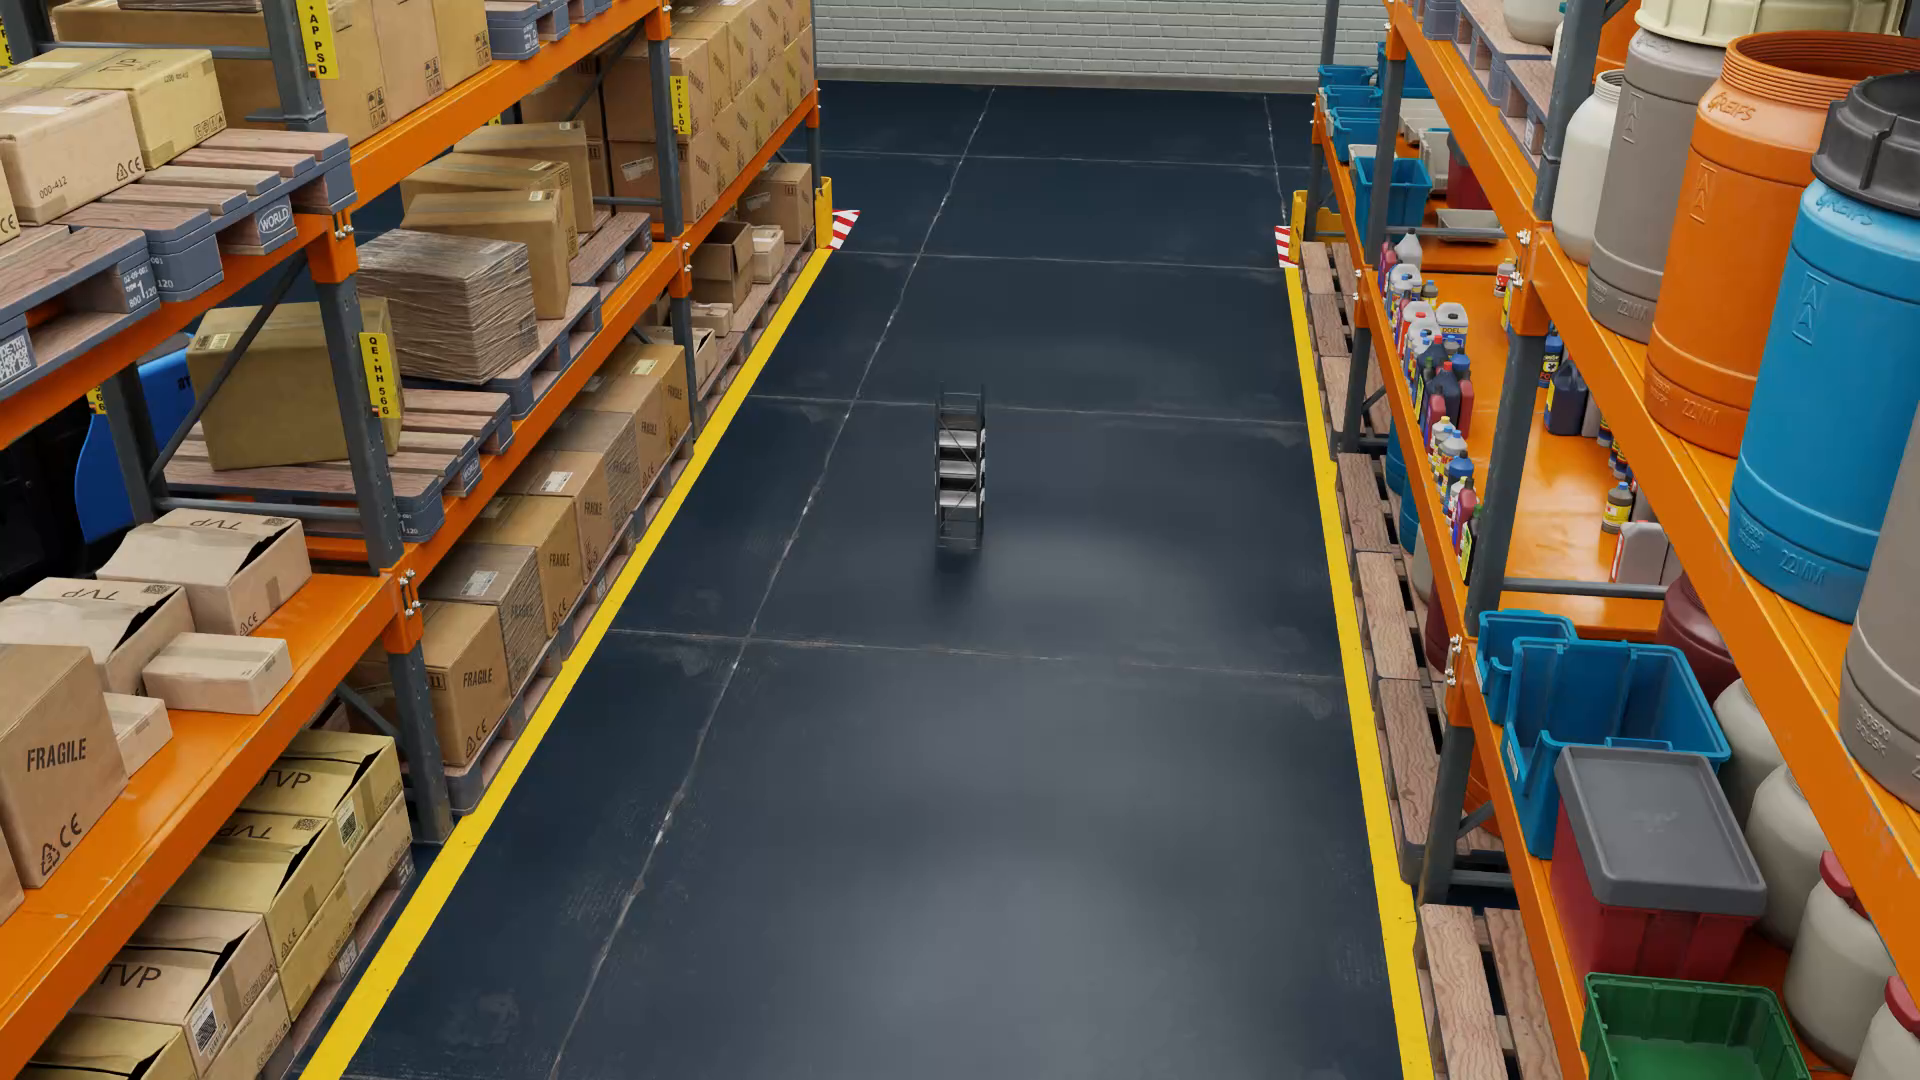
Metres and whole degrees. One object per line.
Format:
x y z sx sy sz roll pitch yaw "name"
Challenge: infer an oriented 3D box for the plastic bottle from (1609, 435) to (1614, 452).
2.847 -0.493 7.125 0.061 0.283 0.133 3 28 6 "plastic bottle"

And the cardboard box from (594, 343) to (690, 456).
-1.915 -0.835 9.808 0.500 0.500 0.500 3 28 6 "cardboard box"

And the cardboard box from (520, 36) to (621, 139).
-2.334 -2.728 9.991 0.500 0.500 0.500 3 29 6 "cardboard box"

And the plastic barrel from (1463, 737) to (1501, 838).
2.330 0.721 6.594 0.600 0.830 0.708 3 28 6 "plastic barrel"

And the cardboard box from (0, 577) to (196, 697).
-2.931 0.341 5.548 0.500 0.311 0.500 3 28 6 "cardboard box"

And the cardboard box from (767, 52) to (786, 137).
-1.560 -3.212 11.944 0.500 0.500 0.500 4 29 7 "cardboard box"

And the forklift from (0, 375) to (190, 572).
-5.994 -0.655 7.375 2.052 2.935 4.820 14 31 24 "forklift"

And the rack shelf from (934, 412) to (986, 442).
0.001 -0.608 8.931 0.258 0.077 0.200 3 28 6 "rack shelf"

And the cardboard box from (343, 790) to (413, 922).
-2.451 1.180 6.354 0.500 0.250 0.500 4 29 7 "cardboard box"

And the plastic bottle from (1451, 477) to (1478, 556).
1.941 -0.090 6.378 0.061 0.283 0.133 3 28 6 "plastic bottle"

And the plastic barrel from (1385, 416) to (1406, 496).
2.693 -0.707 9.169 0.600 0.901 0.708 3 28 6 "plastic barrel"

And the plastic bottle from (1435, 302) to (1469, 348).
2.379 -1.006 8.085 0.152 0.276 0.135 3 28 6 "plastic bottle"

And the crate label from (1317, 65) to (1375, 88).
2.910 -3.439 12.585 0.416 0.233 0.303 3 28 6 "crate label"

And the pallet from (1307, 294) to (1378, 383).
2.975 -1.397 11.621 1.003 0.211 1.213 3 28 6 "pallet"

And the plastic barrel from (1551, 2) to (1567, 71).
2.272 -1.776 5.924 0.301 0.262 0.301 0 28 0 "plastic barrel"

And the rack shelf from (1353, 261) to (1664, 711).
2.532 -0.443 7.668 1.077 0.370 4.000 3 28 6 "rack shelf"

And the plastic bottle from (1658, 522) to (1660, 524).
2.746 -0.104 6.403 0.061 0.283 0.133 3 28 6 "plastic bottle"

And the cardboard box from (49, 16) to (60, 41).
-6.799 -3.349 11.988 0.980 0.700 0.700 2 28 4 "cardboard box"

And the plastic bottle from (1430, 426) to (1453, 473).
2.045 -0.383 7.007 0.097 0.201 0.097 0 28 0 "plastic bottle"

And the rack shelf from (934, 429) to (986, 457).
0.001 -0.529 8.974 0.258 0.077 0.200 3 28 6 "rack shelf"

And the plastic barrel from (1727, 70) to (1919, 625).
1.804 -0.344 3.035 0.600 0.901 0.708 3 28 6 "plastic barrel"

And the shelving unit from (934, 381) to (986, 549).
0.001 -0.400 9.044 0.258 0.900 0.210 3 28 6 "shelving unit"

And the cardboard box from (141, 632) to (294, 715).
-2.465 0.442 5.531 0.380 0.149 0.250 3 28 6 "cardboard box"

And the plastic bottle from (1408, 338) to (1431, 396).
2.147 -0.805 7.717 0.097 0.271 0.097 0 28 0 "plastic bottle"

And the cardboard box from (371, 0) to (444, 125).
-2.547 -1.920 6.382 0.910 0.500 0.500 3 28 6 "cardboard box"

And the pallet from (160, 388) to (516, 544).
-2.616 -0.346 6.932 1.213 0.211 1.003 3 28 6 "pallet"

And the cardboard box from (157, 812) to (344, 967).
-2.506 1.177 5.768 0.500 0.311 0.500 3 28 5 "cardboard box"

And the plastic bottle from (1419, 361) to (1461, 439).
2.114 -0.622 7.294 0.144 0.351 0.185 3 28 6 "plastic bottle"

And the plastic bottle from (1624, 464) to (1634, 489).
2.698 -0.221 6.632 0.097 0.271 0.097 0 28 0 "plastic bottle"

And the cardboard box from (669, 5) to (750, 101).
-1.676 -3.165 10.802 0.500 0.500 0.500 3 28 5 "cardboard box"

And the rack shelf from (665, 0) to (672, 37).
-1.894 -3.936 10.989 1.077 0.370 4.000 3 28 6 "rack shelf"

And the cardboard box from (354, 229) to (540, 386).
-2.362 -1.059 7.505 0.700 0.500 0.500 9 30 16 "cardboard box"

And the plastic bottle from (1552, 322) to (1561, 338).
2.926 -0.969 8.017 0.152 0.276 0.135 3 28 6 "plastic bottle"

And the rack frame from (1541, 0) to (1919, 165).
2.287 -2.459 4.327 1.000 3.000 0.127 3 28 6 "rack frame"

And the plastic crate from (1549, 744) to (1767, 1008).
1.785 0.897 4.355 0.402 0.464 0.583 3 28 6 "plastic crate"

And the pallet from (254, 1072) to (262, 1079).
-2.921 2.078 5.170 1.003 0.211 1.213 3 28 6 "pallet"

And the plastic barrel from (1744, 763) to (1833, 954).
2.321 0.828 4.433 0.421 0.512 0.421 0 28 0 "plastic barrel"

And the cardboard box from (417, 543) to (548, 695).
-2.231 0.355 7.601 0.500 0.500 0.500 2 28 4 "cardboard box"

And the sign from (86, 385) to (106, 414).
-3.169 -0.610 6.082 0.100 0.325 0.005 3 28 6 "sign"

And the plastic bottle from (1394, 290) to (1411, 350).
2.199 -1.084 8.222 0.061 0.283 0.133 3 28 6 "plastic bottle"

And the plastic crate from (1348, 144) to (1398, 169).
2.692 -2.448 10.847 0.293 0.136 0.466 3 28 6 "plastic crate"

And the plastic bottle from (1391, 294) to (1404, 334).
2.244 -1.147 8.425 0.097 0.201 0.097 0 28 0 "plastic bottle"

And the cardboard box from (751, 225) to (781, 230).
-1.610 -2.364 12.999 0.380 0.166 0.250 3 28 6 "cardboard box"

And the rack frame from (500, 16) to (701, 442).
-2.139 -1.990 9.782 1.000 3.000 0.127 3 28 6 "rack frame"

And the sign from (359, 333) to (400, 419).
-2.078 -0.587 5.955 0.100 0.325 0.005 3 28 6 "sign"

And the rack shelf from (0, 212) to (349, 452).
-2.874 -0.170 3.999 1.077 0.370 4.000 3 28 6 "rack shelf"

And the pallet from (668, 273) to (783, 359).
-1.907 -1.662 12.112 1.003 0.211 1.213 3 28 6 "pallet"

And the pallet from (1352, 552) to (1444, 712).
2.494 0.463 8.167 1.003 0.211 1.213 3 28 6 "pallet"
